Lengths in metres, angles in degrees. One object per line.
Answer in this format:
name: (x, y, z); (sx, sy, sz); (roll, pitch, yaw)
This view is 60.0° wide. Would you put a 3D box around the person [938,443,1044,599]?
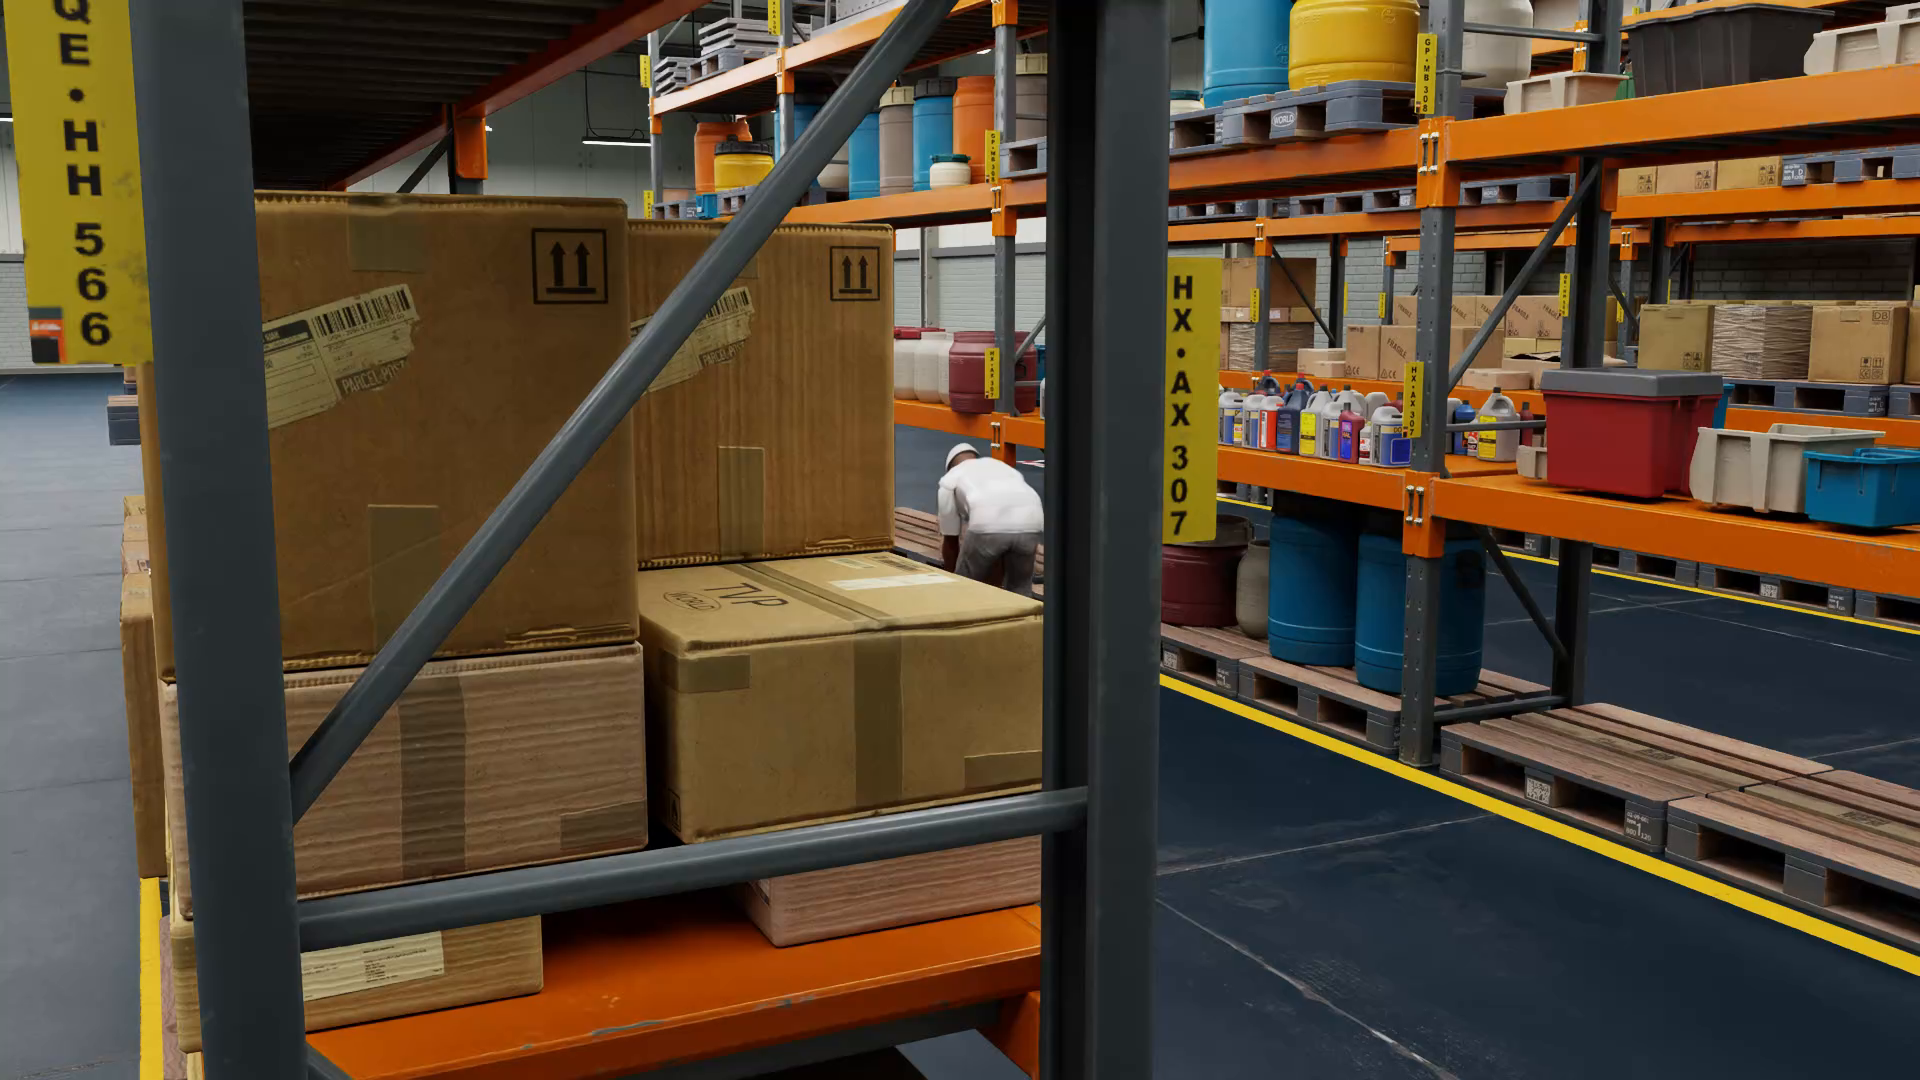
person: (0.137, 0.094, 9.439); (0.498, 1.230, 0.946); (-3, 9, -19)
